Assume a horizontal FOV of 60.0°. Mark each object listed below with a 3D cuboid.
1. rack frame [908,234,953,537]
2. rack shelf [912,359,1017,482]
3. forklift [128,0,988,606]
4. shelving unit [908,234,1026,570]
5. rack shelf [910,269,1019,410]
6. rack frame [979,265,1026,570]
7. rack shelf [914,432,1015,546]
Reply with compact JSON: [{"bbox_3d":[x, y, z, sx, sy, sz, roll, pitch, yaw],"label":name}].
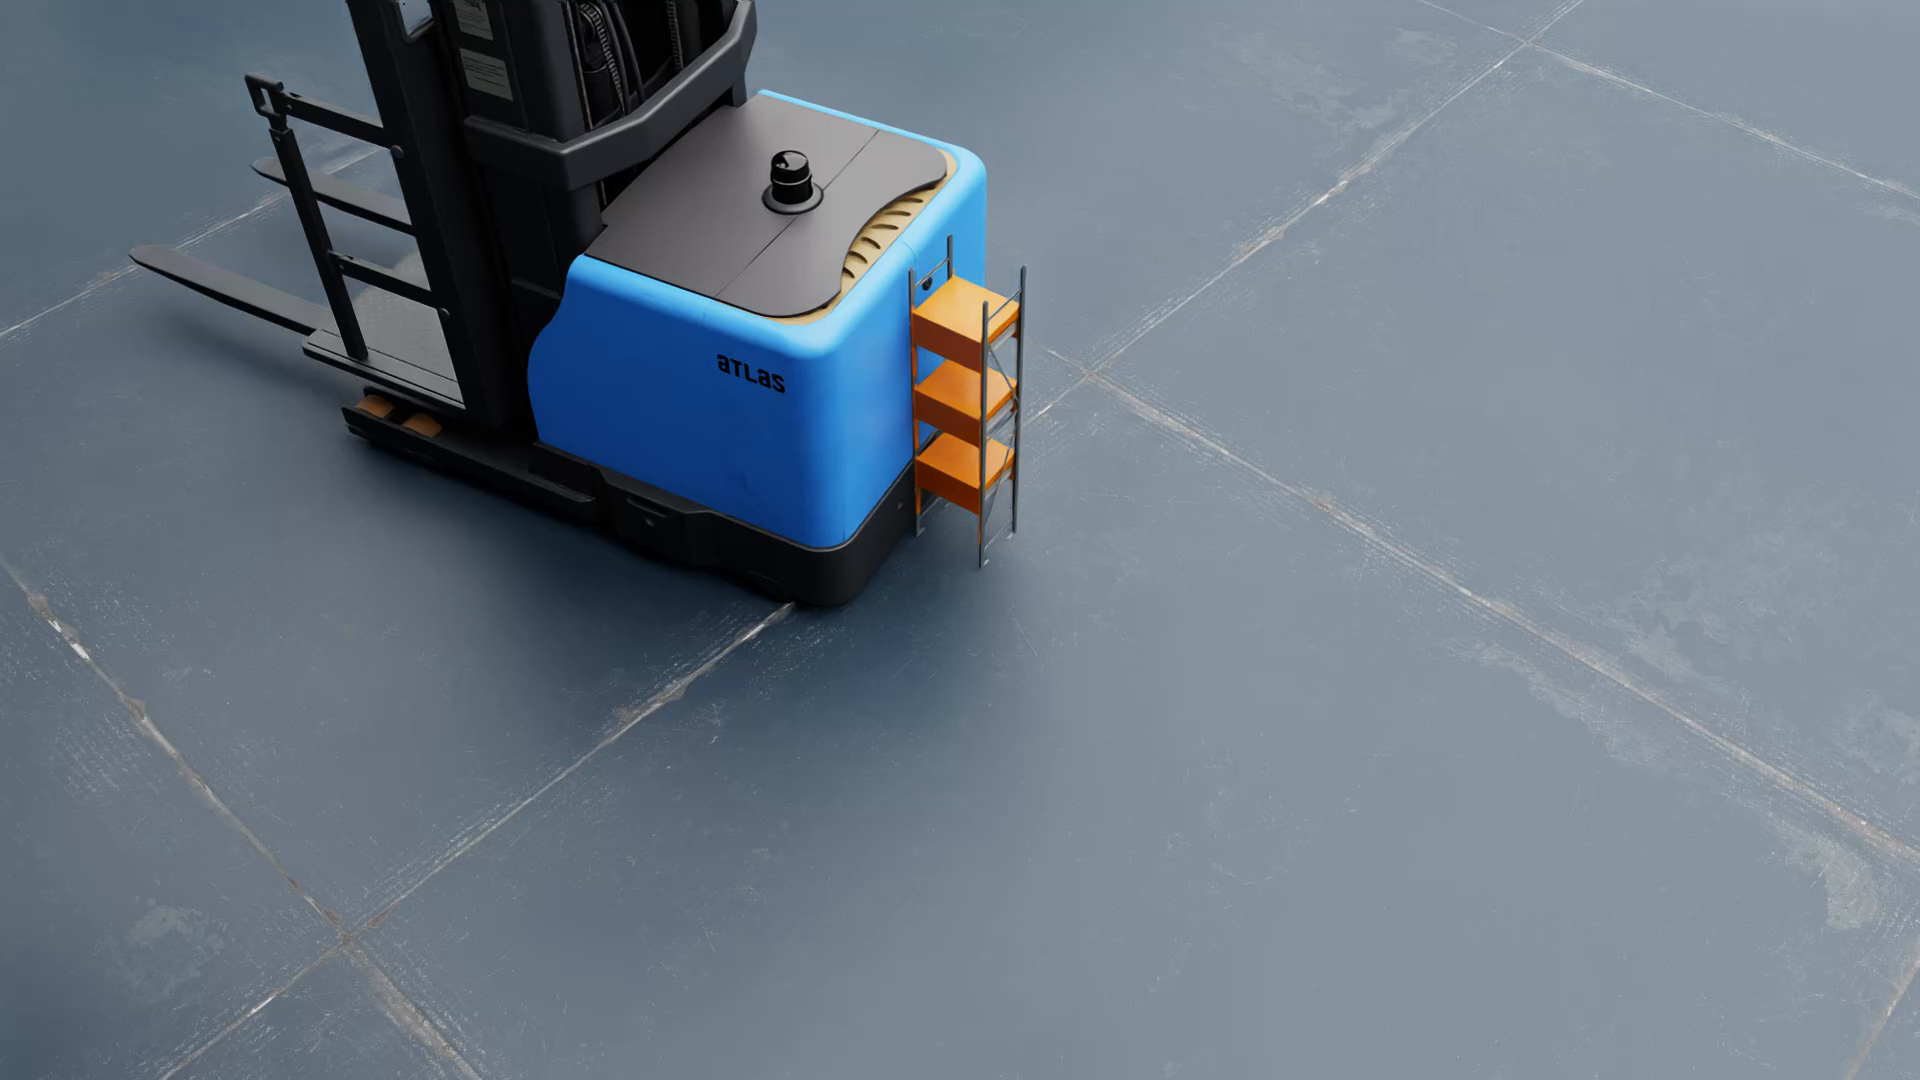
[{"bbox_3d":[-0.081,-0.429,4.932,0.008,1.050,0.200,27,52,23],"label":"rack frame"},{"bbox_3d":[0.020,-0.371,4.892,0.240,0.259,0.215,27,52,23],"label":"rack shelf"},{"bbox_3d":[-1.457,-1.577,4.720,3.031,2.935,1.130,21,50,18],"label":"forklift"},{"bbox_3d":[0.020,-0.378,4.885,0.252,1.050,0.215,27,52,23],"label":"shelving unit"},{"bbox_3d":[0.020,-0.565,4.685,0.240,0.259,0.215,27,52,23],"label":"rack shelf"},{"bbox_3d":[0.120,-0.327,4.837,0.008,1.050,0.200,27,52,23],"label":"rack frame"},{"bbox_3d":[0.020,-0.180,5.095,0.240,0.259,0.215,27,52,23],"label":"rack shelf"}]
